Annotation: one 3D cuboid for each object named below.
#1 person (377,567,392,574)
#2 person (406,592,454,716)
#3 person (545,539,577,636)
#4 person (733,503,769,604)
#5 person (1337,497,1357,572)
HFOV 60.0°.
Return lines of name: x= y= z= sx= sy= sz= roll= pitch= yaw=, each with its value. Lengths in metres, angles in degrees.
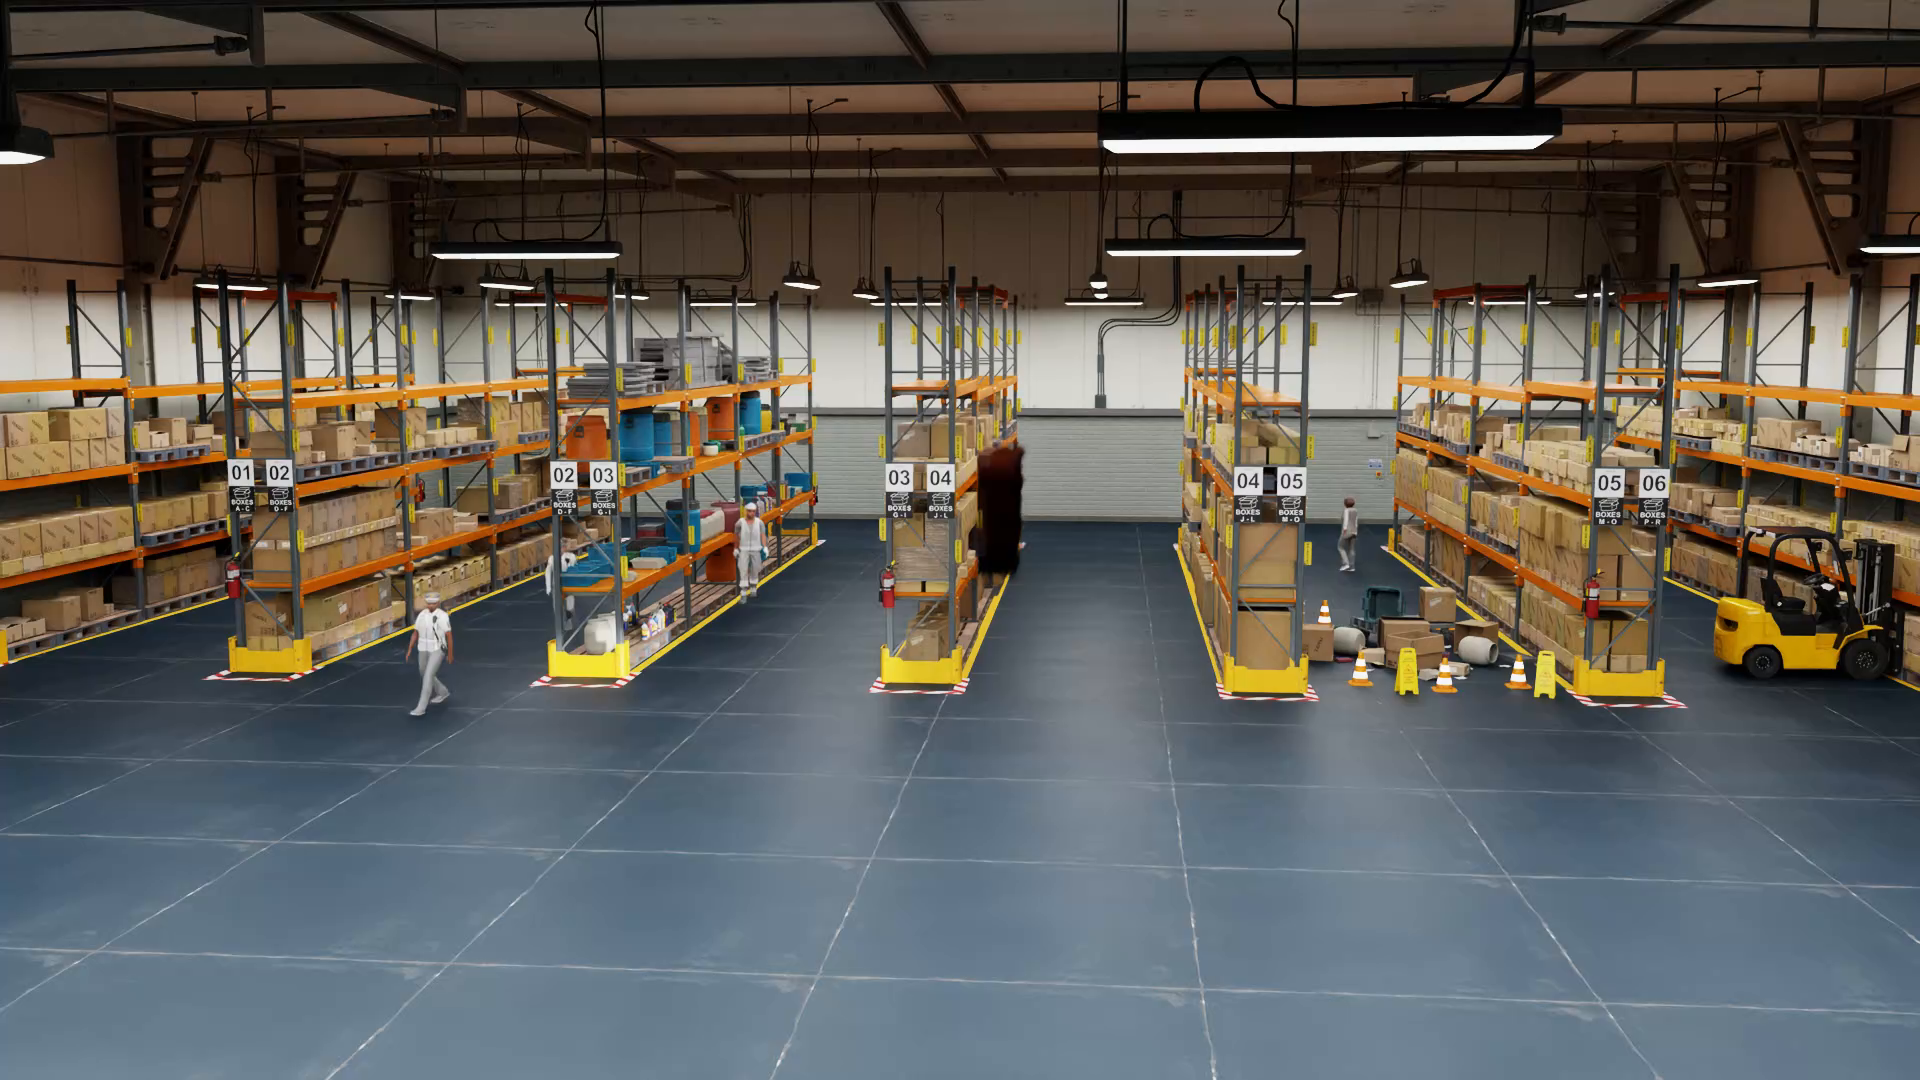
person: x=-12.172 y=-0.047 z=34.921 sx=0.422 sy=1.611 sz=1.082 roll=0 pitch=7 yaw=2
person: x=-7.095 y=1.495 z=22.293 sx=0.529 sy=1.621 sz=0.937 roll=1 pitch=7 yaw=12
person: x=-6.720 y=0.783 z=28.183 sx=0.583 sy=1.647 sz=0.549 roll=0 pitch=7 yaw=-3
person: x=-3.740 y=0.208 z=29.726 sx=0.626 sy=1.756 sz=0.940 roll=-1 pitch=7 yaw=-8
person: x=8.353 y=-0.114 z=35.693 sx=0.446 sy=1.612 sz=0.372 roll=-5 pitch=8 yaw=-35
